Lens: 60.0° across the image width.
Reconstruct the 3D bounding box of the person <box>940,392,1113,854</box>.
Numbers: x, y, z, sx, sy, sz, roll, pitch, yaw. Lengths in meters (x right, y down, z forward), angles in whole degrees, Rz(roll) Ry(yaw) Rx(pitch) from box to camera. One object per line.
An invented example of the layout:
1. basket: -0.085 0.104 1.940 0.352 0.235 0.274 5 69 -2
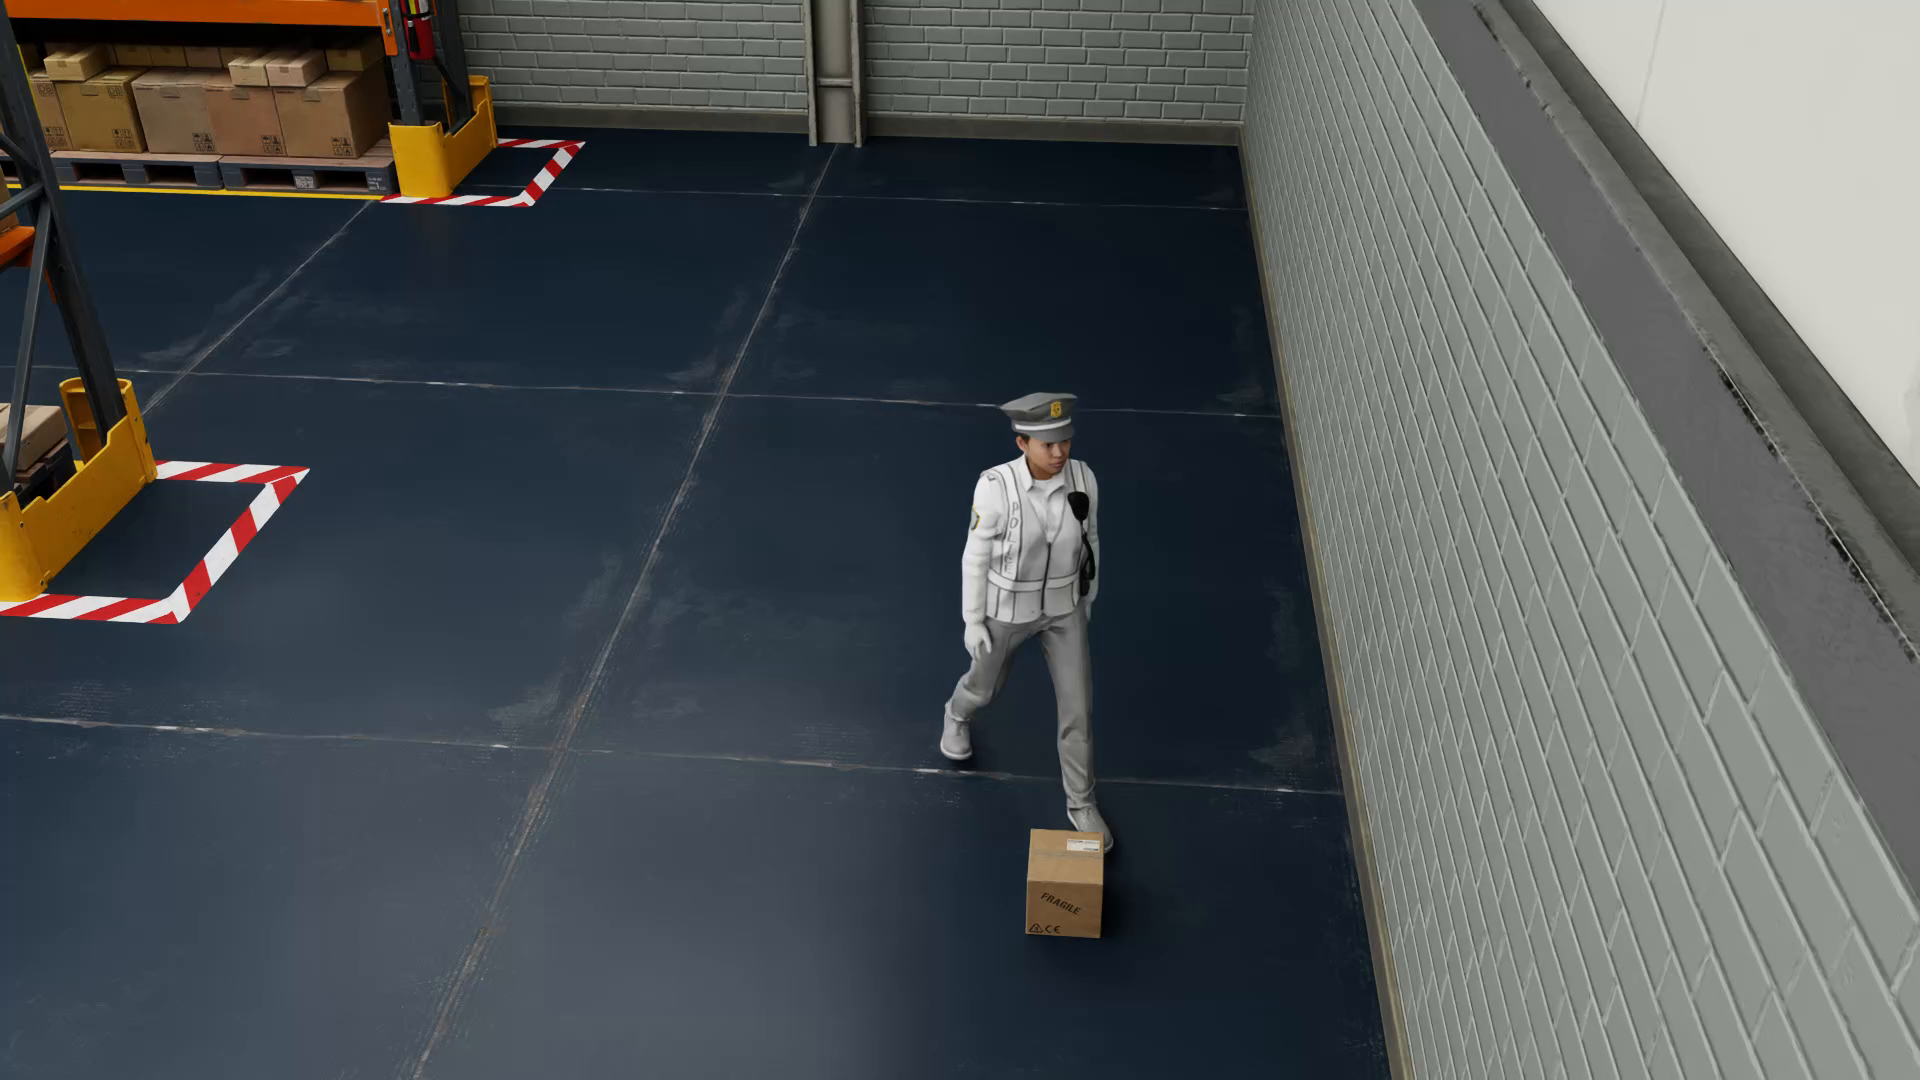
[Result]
1. person: 0.247 0.226 5.735 0.523 1.652 0.872 -9 33 -13
